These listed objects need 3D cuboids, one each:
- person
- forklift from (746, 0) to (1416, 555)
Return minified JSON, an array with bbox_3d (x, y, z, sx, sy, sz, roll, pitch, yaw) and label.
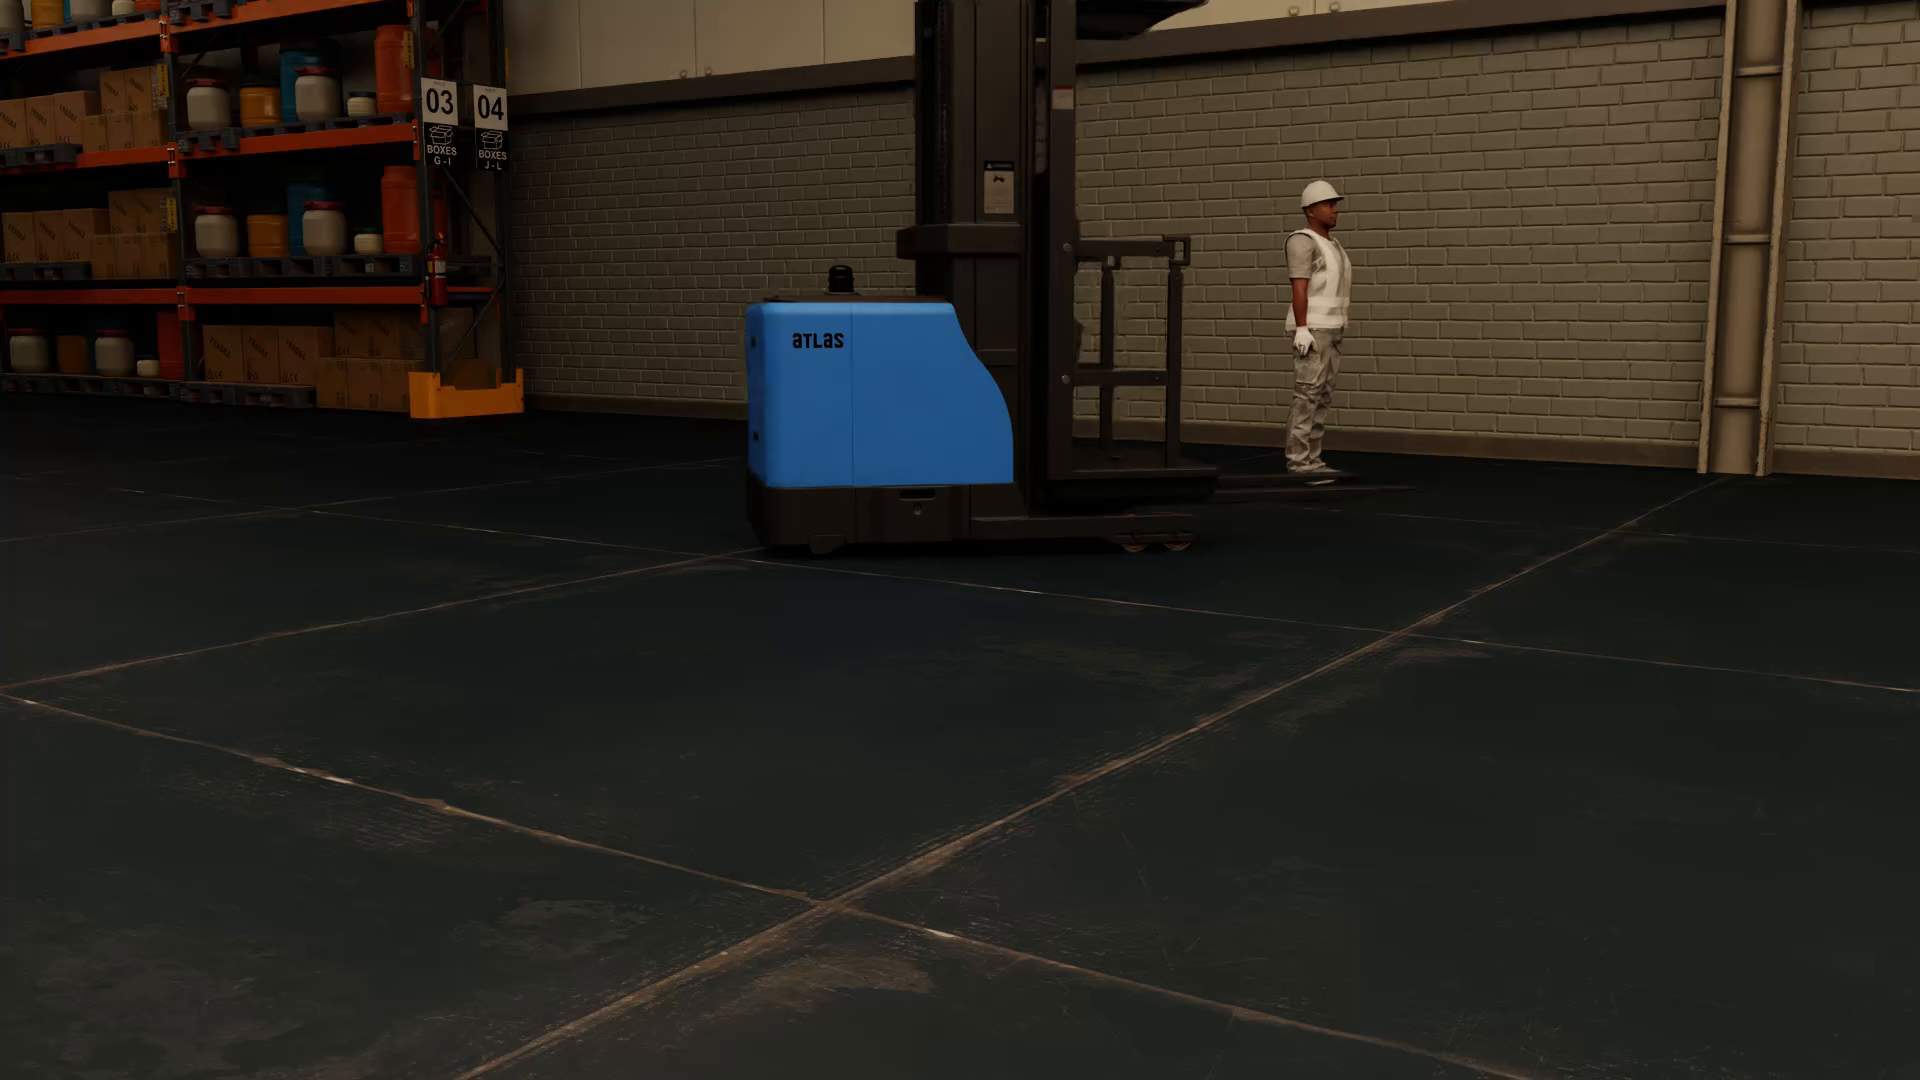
[{"bbox_3d":[2.151,-1.236,9.947,0.369,1.790,0.549,5,9,31],"label":"person"},{"bbox_3d":[0.565,-1.471,7.538,3.031,2.935,1.130,-2,8,-12],"label":"forklift"}]
